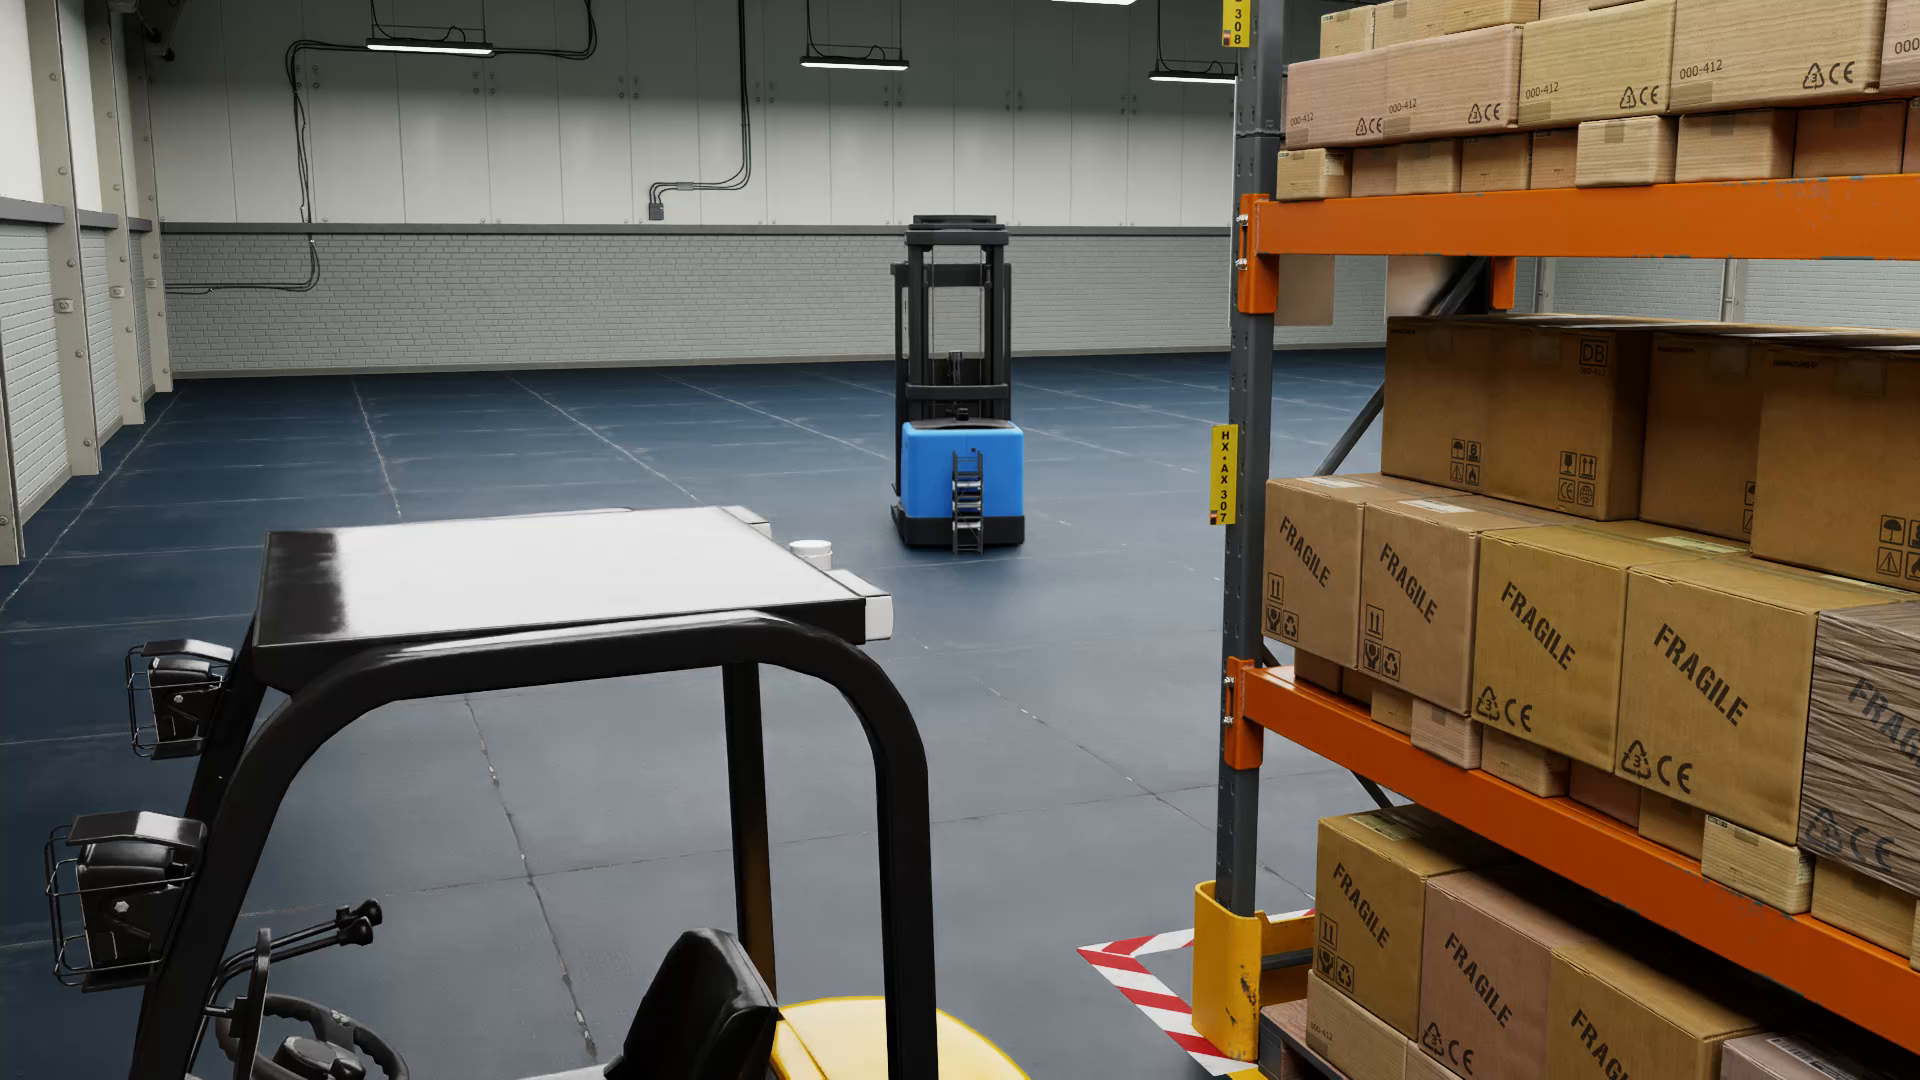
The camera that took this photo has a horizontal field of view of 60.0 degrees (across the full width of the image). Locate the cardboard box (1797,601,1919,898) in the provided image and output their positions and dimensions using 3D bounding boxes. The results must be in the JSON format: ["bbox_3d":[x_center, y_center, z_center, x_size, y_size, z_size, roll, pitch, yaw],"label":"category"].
[{"bbox_3d":[2.037,0.413,3.230,0.500,0.500,0.500,-4,11,-19],"label":"cardboard box"}]

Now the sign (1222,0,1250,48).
[{"bbox_3d":[0.860,-1.692,5.139,0.100,0.325,0.005,-4,11,-21],"label":"sign"}]

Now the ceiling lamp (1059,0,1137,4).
[{"bbox_3d":[1.298,-8.710,21.855,2.000,3.185,0.800,-4,11,-21],"label":"ceiling lamp"}]

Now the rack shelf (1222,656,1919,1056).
[{"bbox_3d":[2.090,0.861,3.899,1.077,0.370,4.000,-4,11,-21],"label":"rack shelf"}]

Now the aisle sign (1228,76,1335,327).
[{"bbox_3d":[1.054,-1.090,5.390,0.394,0.787,0.004,-4,11,-21],"label":"aisle sign"}]

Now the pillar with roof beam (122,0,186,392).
[{"bbox_3d":[-10.706,-7.457,31.476,9.100,9.000,0.548,-4,11,-21],"label":"pillar with roof beam"}]

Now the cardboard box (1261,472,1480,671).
[{"bbox_3d":[1.279,0.079,5.103,0.500,0.500,0.500,-4,11,-22],"label":"cardboard box"}]

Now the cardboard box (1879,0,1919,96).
[{"bbox_3d":[2.049,-0.938,2.971,0.500,0.250,0.500,-4,11,-22],"label":"cardboard box"}]

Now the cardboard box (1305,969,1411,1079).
[{"bbox_3d":[1.400,1.476,5.037,0.500,0.250,0.500,-4,11,-21],"label":"cardboard box"}]

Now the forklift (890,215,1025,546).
[{"bbox_3d":[-0.089,-1.599,15.872,1.130,2.935,3.031,-1,10,-6],"label":"forklift"}]

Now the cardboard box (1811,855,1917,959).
[{"bbox_3d":[1.978,0.714,3.386,0.380,0.149,0.250,-4,11,-22],"label":"cardboard box"}]

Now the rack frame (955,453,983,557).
[{"bbox_3d":[0.078,-0.299,14.360,0.240,0.900,0.006,-1,10,-6],"label":"rack frame"}]

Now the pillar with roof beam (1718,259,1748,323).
[{"bbox_3d":[12.802,-7.930,34.137,9.100,9.000,0.548,-4,11,-21],"label":"pillar with roof beam"}]

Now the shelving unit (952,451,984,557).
[{"bbox_3d":[0.068,-0.316,14.459,0.258,0.900,0.210,-1,10,-6],"label":"shelving unit"}]

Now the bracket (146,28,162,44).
[{"bbox_3d":[-14.237,-8.911,29.371,0.235,0.232,0.430,-4,11,-21],"label":"bracket"}]

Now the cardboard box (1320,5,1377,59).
[{"bbox_3d":[1.304,-1.495,4.962,0.380,0.149,0.250,-4,11,-21],"label":"cardboard box"}]

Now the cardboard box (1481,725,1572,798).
[{"bbox_3d":[1.595,0.546,4.334,0.380,0.149,0.250,-4,11,-19],"label":"cardboard box"}]

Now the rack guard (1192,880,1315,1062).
[{"bbox_3d":[1.393,1.423,5.821,1.175,0.500,0.348,-4,11,-21],"label":"rack guard"}]

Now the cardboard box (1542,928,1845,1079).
[{"bbox_3d":[1.777,1.279,4.008,0.500,0.500,0.500,-4,11,-20],"label":"cardboard box"}]

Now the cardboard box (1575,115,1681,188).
[{"bbox_3d":[1.655,-0.888,3.827,0.380,0.149,0.250,-4,11,-20],"label":"cardboard box"}]

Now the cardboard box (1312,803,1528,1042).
[{"bbox_3d":[1.409,1.111,4.950,0.500,0.500,0.500,-4,11,-23],"label":"cardboard box"}]

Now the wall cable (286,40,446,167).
[{"bbox_3d":[-12.032,-8.878,33.910,3.097,2.526,0.112,-4,11,-21],"label":"wall cable"}]

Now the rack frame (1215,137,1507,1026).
[{"bbox_3d":[1.366,0.180,5.672,1.000,3.000,0.127,-4,11,-21],"label":"rack frame"}]

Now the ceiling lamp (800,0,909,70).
[{"bbox_3d":[-2.004,-10.197,30.214,2.000,3.185,0.800,-4,11,-21],"label":"ceiling lamp"}]

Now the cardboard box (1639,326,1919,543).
[{"bbox_3d":[2.211,-0.278,4.260,0.700,0.500,0.500,-4,11,-22],"label":"cardboard box"}]

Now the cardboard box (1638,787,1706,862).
[{"bbox_3d":[1.815,0.630,3.861,0.380,0.149,0.250,-4,11,-22],"label":"cardboard box"}]

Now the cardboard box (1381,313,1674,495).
[{"bbox_3d":[1.754,-0.438,5.158,0.700,0.500,0.500,-4,11,-22],"label":"cardboard box"}]

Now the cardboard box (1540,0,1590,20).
[{"bbox_3d":[1.644,-1.330,4.035,0.380,0.149,0.250,-4,11,-21],"label":"cardboard box"}]

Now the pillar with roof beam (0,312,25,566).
[{"bbox_3d":[-4.183,-4.519,14.959,9.100,9.000,0.400,-4,11,-21],"label":"pillar with roof beam"}]

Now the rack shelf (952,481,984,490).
[{"bbox_3d":[0.068,-0.461,14.434,0.258,0.077,0.200,-1,10,-6],"label":"rack shelf"}]

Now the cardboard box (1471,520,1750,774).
[{"bbox_3d":[1.655,0.247,4.162,0.500,0.500,0.500,-4,11,-22],"label":"cardboard box"}]

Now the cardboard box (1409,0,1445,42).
[{"bbox_3d":[1.444,-1.410,4.485,0.380,0.149,0.250,-4,11,-21],"label":"cardboard box"}]

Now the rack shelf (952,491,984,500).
[{"bbox_3d":[0.068,-0.372,14.450,0.258,0.077,0.200,-1,10,-6],"label":"rack shelf"}]

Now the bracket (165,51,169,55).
[{"bbox_3d":[-15.183,-9.337,31.765,0.076,0.066,3.189,-4,11,-21],"label":"bracket"}]

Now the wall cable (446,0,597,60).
[{"bbox_3d":[-9.148,-11.314,34.616,3.097,2.526,0.112,-4,11,-21],"label":"wall cable"}]

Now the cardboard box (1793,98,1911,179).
[{"bbox_3d":[1.945,-0.811,3.394,0.380,0.149,0.250,-4,11,-21],"label":"cardboard box"}]

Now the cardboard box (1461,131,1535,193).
[{"bbox_3d":[1.538,-0.977,4.328,0.380,0.149,0.250,-4,11,-21],"label":"cardboard box"}]

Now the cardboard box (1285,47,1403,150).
[{"bbox_3d":[1.299,-1.270,4.840,0.500,0.250,0.500,-4,11,-22],"label":"cardboard box"}]

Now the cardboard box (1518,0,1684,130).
[{"bbox_3d":[1.683,-1.105,3.909,0.500,0.250,0.500,-4,11,-19],"label":"cardboard box"}]

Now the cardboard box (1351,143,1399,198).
[{"bbox_3d":[1.362,-1.061,4.802,0.380,0.149,0.250,-4,11,-23],"label":"cardboard box"}]

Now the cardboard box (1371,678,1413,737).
[{"bbox_3d":[1.421,0.461,4.809,0.380,0.149,0.250,-4,11,-23],"label":"cardboard box"}]

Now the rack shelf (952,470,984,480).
[{"bbox_3d":[0.068,-0.549,14.418,0.258,0.077,0.200,-1,10,-6],"label":"rack shelf"}]

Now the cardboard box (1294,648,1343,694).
[{"bbox_3d":[1.296,0.372,5.308,0.380,0.149,0.250,-4,11,-21],"label":"cardboard box"}]
